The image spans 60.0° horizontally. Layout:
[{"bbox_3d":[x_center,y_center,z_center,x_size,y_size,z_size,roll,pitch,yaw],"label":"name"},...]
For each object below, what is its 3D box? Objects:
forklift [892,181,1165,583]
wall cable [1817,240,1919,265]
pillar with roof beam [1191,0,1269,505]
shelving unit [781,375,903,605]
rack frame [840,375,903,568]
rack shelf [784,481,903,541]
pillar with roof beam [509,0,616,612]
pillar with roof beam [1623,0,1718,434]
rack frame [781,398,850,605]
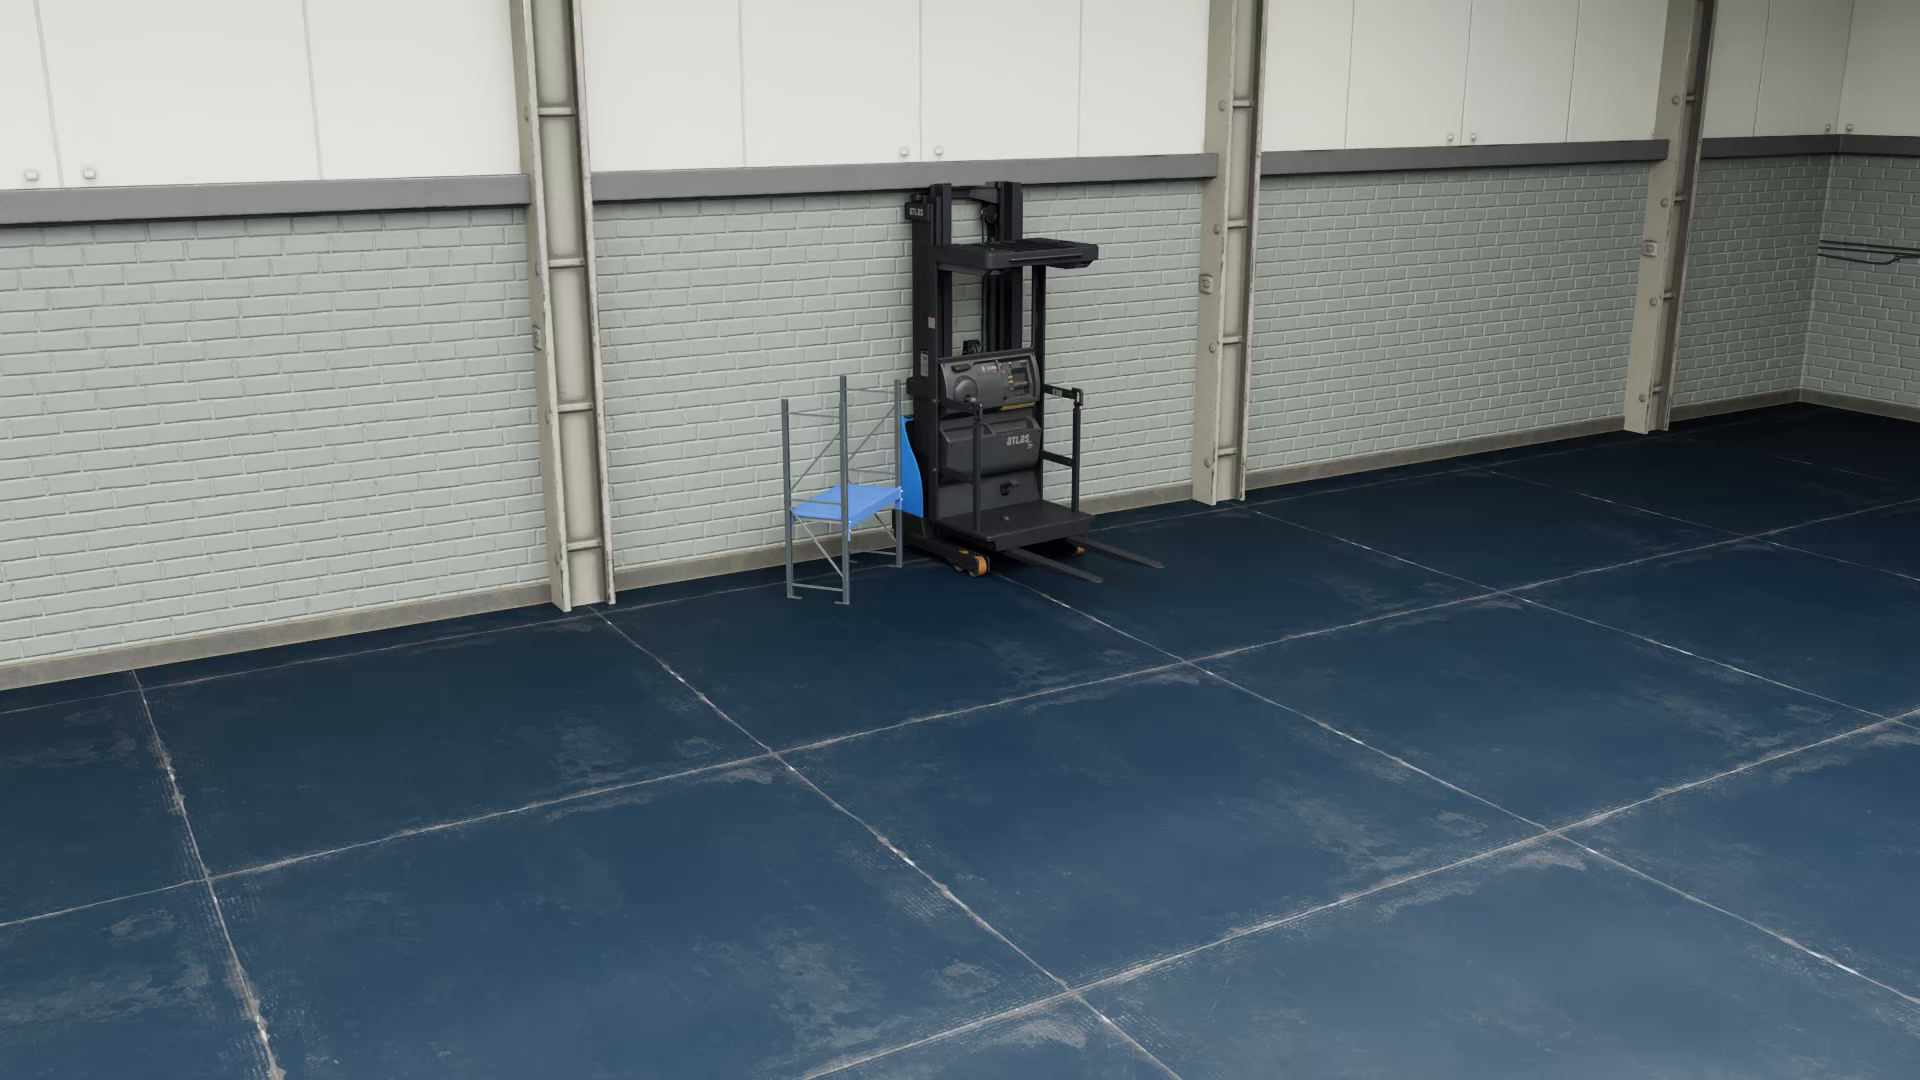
[{"bbox_3d":[0.370,-1.274,13.025,1.130,2.935,3.031,-11,19,-35],"label":"forklift"},{"bbox_3d":[10.712,-4.152,17.802,0.112,2.526,3.097,-9,18,-30],"label":"wall cable"},{"bbox_3d":[4.580,-3.713,10.485,0.400,9.000,9.100,-9,18,-30],"label":"pillar with roof beam"},{"bbox_3d":[-0.871,-0.401,12.562,0.538,1.500,1.048,6,17,20],"label":"shelving unit"},{"bbox_3d":[-0.693,-0.530,13.020,0.500,1.500,0.032,6,17,20],"label":"rack frame"},{"bbox_3d":[-0.871,-0.228,12.610,0.538,0.185,1.000,6,17,20],"label":"rack shelf"},{"bbox_3d":[-0.563,-2.879,7.510,0.400,9.000,9.100,-9,18,-30],"label":"pillar with roof beam"},{"bbox_3d":[9.723,-4.548,13.461,0.400,9.000,9.100,-9,18,-30],"label":"pillar with roof beam"},{"bbox_3d":[-1.049,-0.273,12.103,0.500,1.500,0.032,6,17,20],"label":"rack frame"}]
